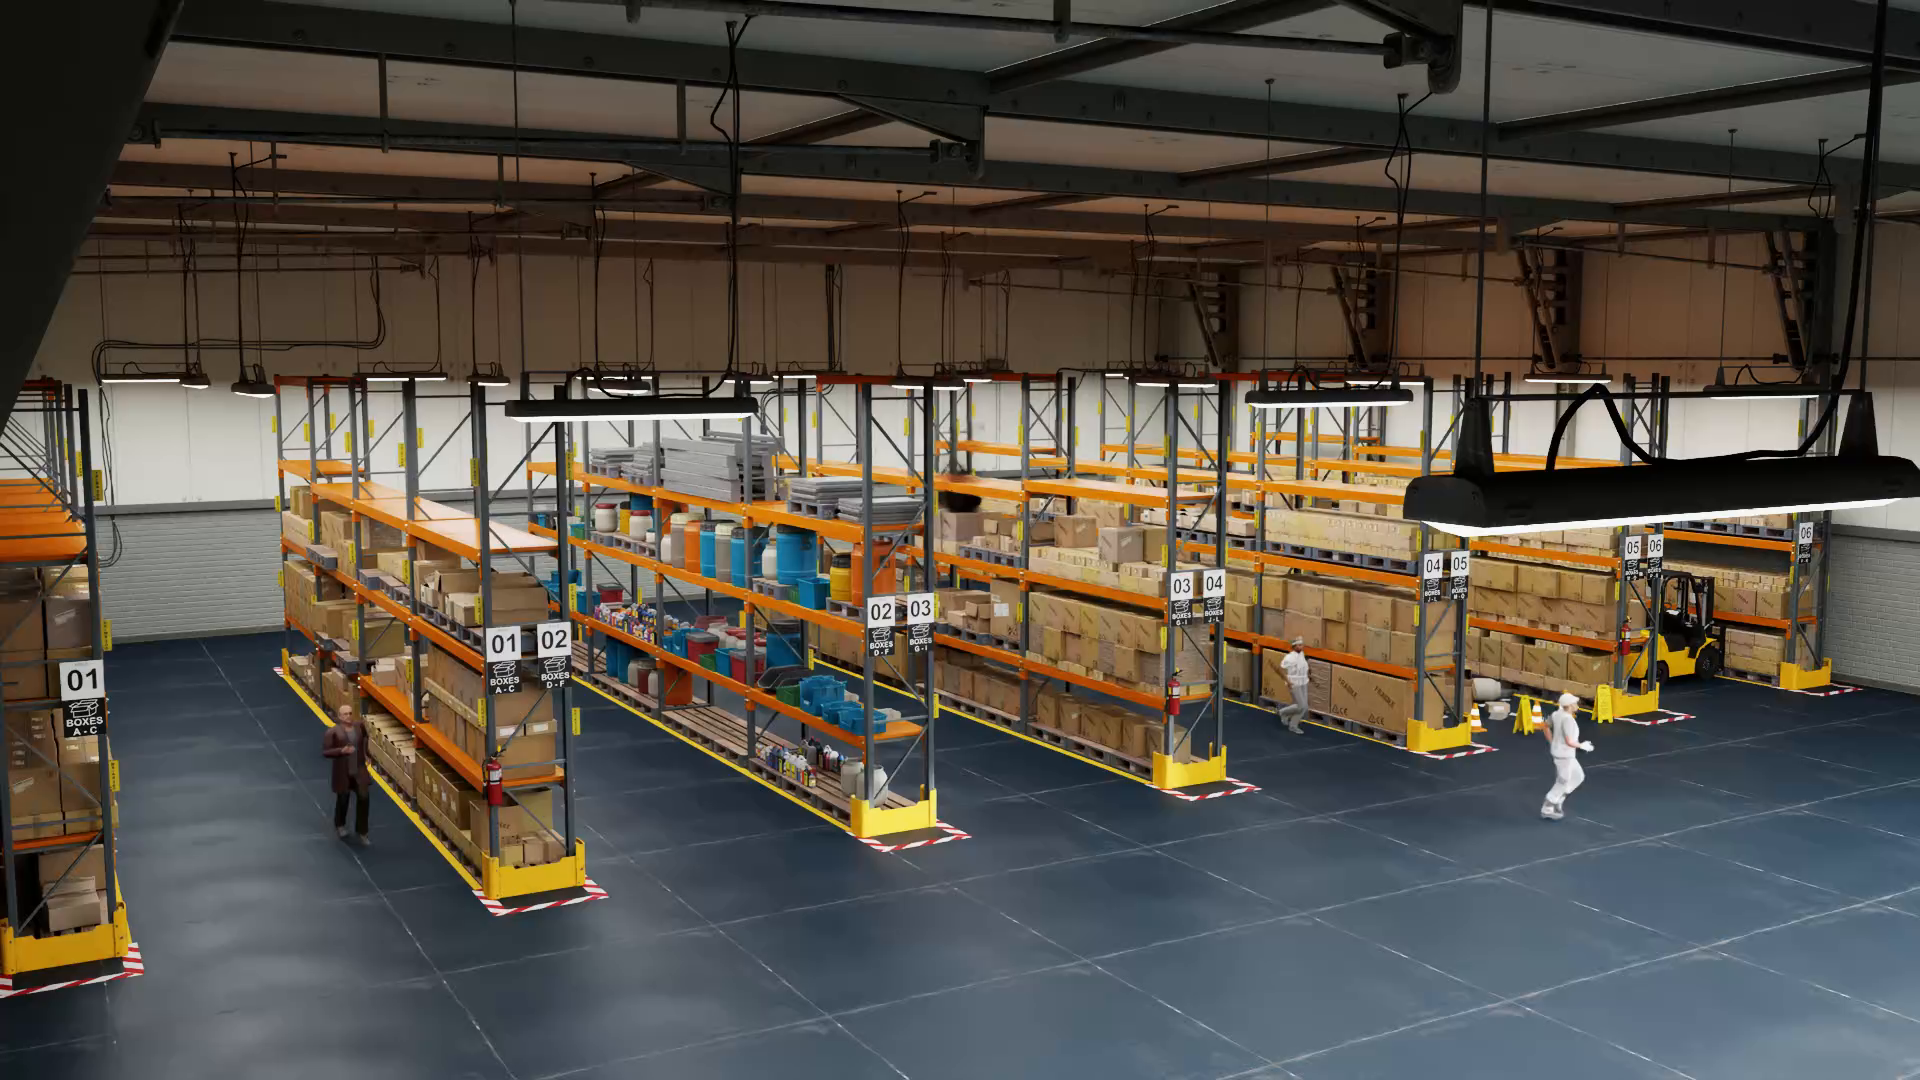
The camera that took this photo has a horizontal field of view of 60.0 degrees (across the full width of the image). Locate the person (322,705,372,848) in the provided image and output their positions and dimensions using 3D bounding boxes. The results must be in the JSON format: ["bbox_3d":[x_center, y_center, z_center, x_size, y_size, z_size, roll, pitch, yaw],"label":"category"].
[{"bbox_3d":[-7.989,3.102,21.738,0.685,1.747,0.831,-5,8,-38],"label":"person"}]

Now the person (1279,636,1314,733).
[{"bbox_3d":[5.706,2.445,28.103,0.574,1.653,0.558,-5,8,-39],"label":"person"}]

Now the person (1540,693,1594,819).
[{"bbox_3d":[8.319,2.961,22.774,0.652,1.754,0.635,1,6,10],"label":"person"}]
